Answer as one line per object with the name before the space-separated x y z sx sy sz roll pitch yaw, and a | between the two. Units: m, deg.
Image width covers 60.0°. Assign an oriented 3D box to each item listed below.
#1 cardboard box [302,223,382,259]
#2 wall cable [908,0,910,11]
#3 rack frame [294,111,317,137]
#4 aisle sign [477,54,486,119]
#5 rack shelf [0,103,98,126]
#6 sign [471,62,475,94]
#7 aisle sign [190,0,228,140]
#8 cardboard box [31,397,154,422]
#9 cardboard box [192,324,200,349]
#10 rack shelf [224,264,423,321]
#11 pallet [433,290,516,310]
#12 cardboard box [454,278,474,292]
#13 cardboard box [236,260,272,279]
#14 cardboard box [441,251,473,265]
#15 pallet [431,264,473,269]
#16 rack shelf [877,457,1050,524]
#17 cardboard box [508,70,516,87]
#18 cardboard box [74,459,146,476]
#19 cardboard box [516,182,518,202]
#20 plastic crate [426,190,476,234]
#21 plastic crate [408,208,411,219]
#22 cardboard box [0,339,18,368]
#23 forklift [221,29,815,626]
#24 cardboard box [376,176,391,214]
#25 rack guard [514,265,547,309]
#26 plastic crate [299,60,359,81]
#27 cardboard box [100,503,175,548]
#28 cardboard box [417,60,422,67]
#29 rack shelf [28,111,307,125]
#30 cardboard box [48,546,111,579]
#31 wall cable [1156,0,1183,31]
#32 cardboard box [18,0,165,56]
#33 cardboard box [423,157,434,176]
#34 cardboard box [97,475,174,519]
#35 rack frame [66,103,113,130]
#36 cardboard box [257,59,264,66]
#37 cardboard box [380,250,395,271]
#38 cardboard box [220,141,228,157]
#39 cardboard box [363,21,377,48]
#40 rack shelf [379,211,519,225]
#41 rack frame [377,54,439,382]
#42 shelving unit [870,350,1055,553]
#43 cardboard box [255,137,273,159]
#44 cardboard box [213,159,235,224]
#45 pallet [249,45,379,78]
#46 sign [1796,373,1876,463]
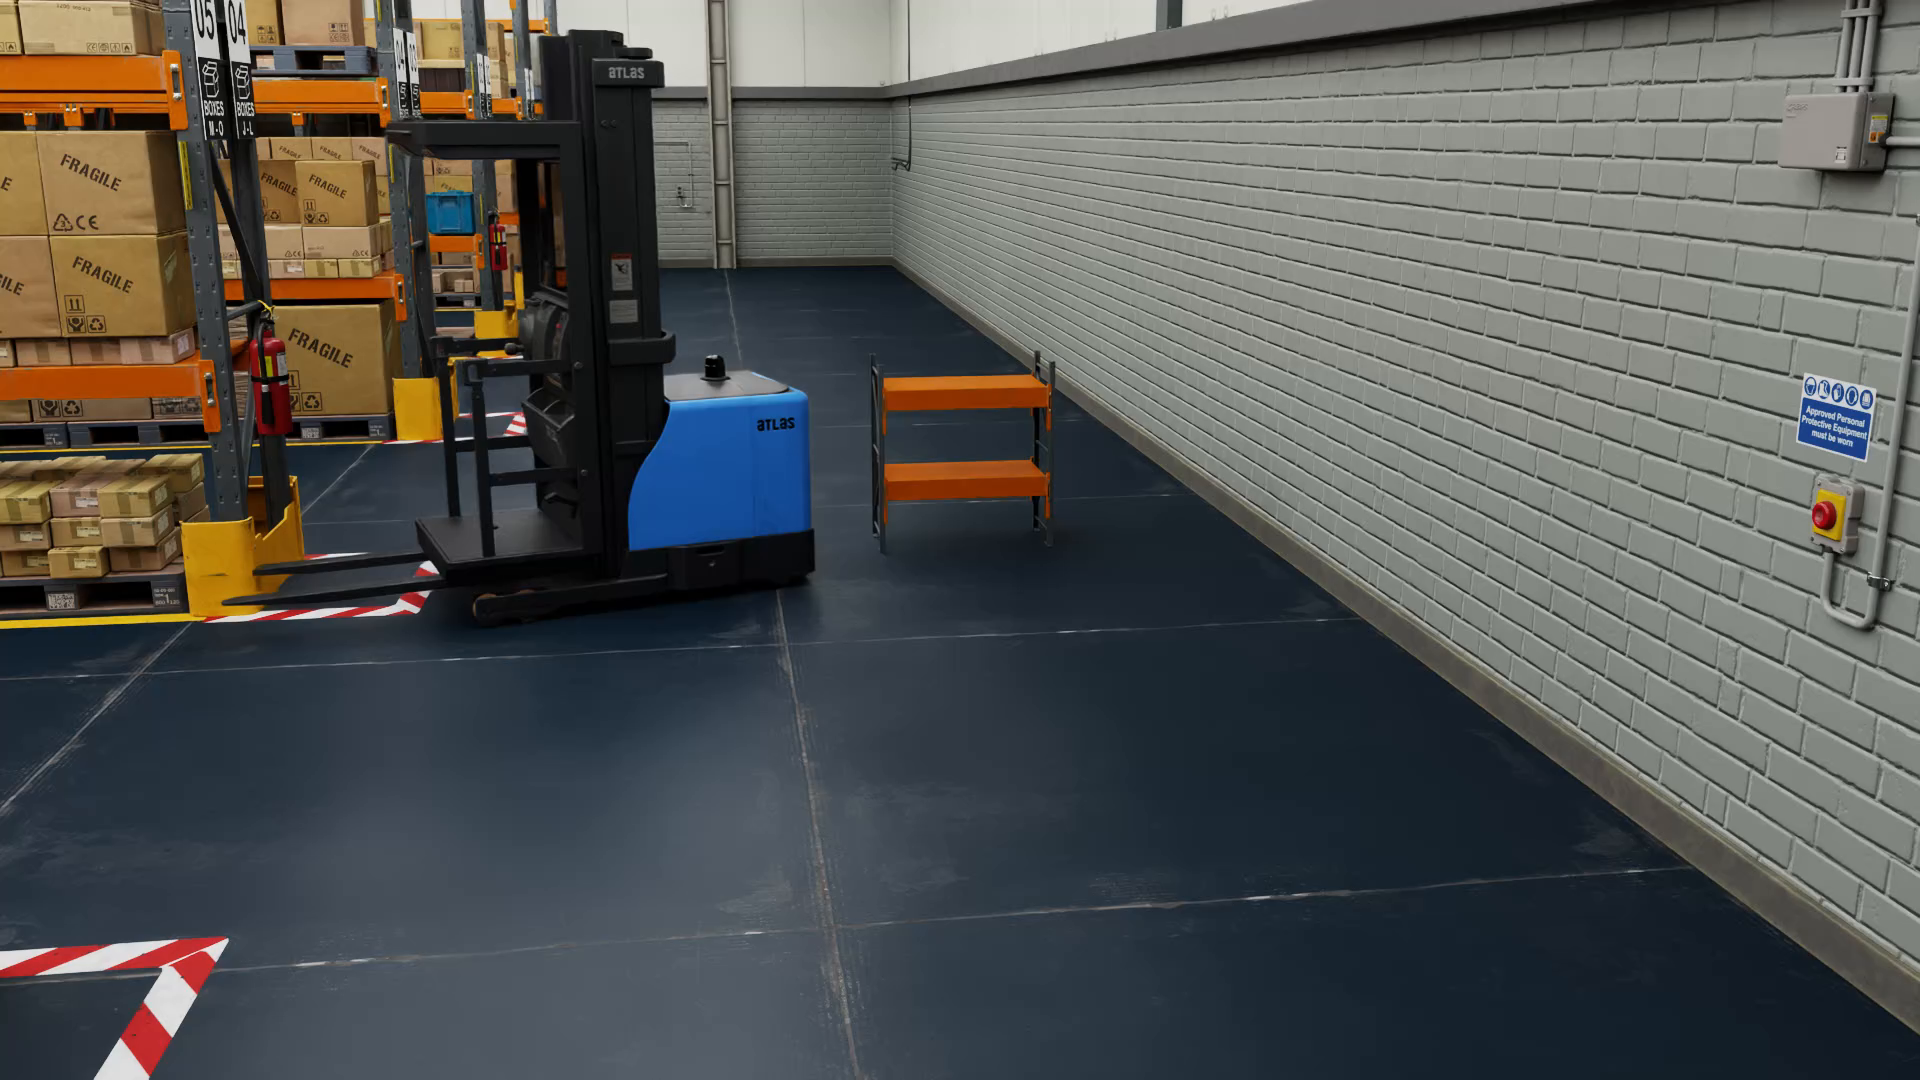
cardboard box | -4.926 -2.388 13.276 0.500 0.250 0.500 -2 14 -9
wall cable | -0.651 -9.294 24.784 0.112 2.526 3.097 -2 14 -8
rack frame | -10.655 -5.828 27.293 0.127 3.000 1.000 -2 14 -8
aisle sign | -5.109 -4.783 17.782 0.004 0.787 0.394 -2 14 -8
rack shelf | -11.157 -4.478 17.224 4.000 0.370 1.077 -2 14 -8
sign | -5.126 -4.862 17.491 0.005 0.325 0.100 -2 14 -8
aisle sign | -3.730 -2.393 8.253 0.004 0.787 0.394 -2 14 -8
cardboard box | -6.887 -1.464 13.396 0.875 0.875 0.875 -2 14 -8
cardboard box | -4.216 -1.147 9.144 0.250 0.149 0.380 -2 14 -9
rack shelf | -6.464 -1.977 13.417 4.000 0.370 1.077 -2 14 -8
pallet | -6.822 -3.397 23.332 1.213 0.211 1.003 -2 14 -8
cardboard box | -6.873 -3.548 23.124 0.250 0.166 0.380 -2 14 -8
cardboard box | -5.542 -2.157 13.172 0.250 0.149 0.380 -2 14 -7
cardboard box | -8.369 -4.878 27.781 0.500 0.500 0.700 -3 14 -10
pallet | -8.683 -4.529 27.847 1.213 0.211 1.003 -2 14 -8
rack shelf | 0.007 -0.309 10.145 1.000 0.278 0.538 -2 14 -8
cardboard box | -7.384 -7.517 27.101 0.500 0.250 0.500 -2 14 -7
cardboard box | -4.671 -0.335 9.165 0.250 0.149 0.380 -2 14 -7
cardboard box | -6.436 -4.877 23.297 0.500 0.500 0.500 -2 14 -7
plastic crate | -5.527 -3.579 18.130 0.499 0.435 0.616 -2 14 -8
plastic crate | -6.168 -3.584 18.567 0.300 0.233 0.416 -2 14 -8
cardboard box | -4.873 -0.972 8.449 0.250 0.149 0.380 -2 14 -7
forklift | -2.364 -1.128 8.693 3.031 2.935 1.130 -7 16 -25
cardboard box | -7.865 -4.693 22.564 0.500 0.500 0.500 -2 14 -9
rack guard | -6.033 -3.566 23.413 0.348 0.500 1.175 -2 14 -8
plastic crate | -6.776 -5.025 18.054 0.767 0.338 0.504 -2 14 -8
cardboard box | -4.326 -0.079 8.756 0.250 0.149 0.380 -2 14 -10
cardboard box | -7.418 -6.291 22.253 0.500 0.250 0.500 -2 14 -8
rack shelf | -12.633 -6.861 26.727 4.000 0.370 1.077 -2 14 -8
cardboard box | -4.576 0.081 8.732 0.250 0.149 0.380 -2 14 -7
wall cable | 1.619 -6.244 10.008 0.120 5.999 2.277 -2 14 -8
cardboard box | -4.257 -2.504 8.180 0.500 0.250 0.500 -2 14 -10
cardboard box | -7.369 -5.194 22.505 0.500 0.500 0.500 -2 14 -7
cardboard box | -4.333 -0.231 8.750 0.250 0.149 0.380 -2 14 -8
rack frame | -9.179 -3.445 17.791 0.127 3.000 1.000 -2 14 -8
cardboard box | -9.396 -6.219 21.967 0.500 0.250 0.500 -2 14 -8
cardboard box | -4.886 -2.343 13.914 0.250 0.149 0.380 -2 14 -8
cardboard box | -11.586 -6.299 26.773 0.500 0.250 0.500 -2 14 -7
cardboard box | -7.958 -6.710 22.383 0.500 0.500 0.700 -2 14 -8
rack shelf | -7.936 -4.360 22.919 4.000 0.370 1.077 -2 14 -8
rack frame | -4.486 -2.398 13.618 0.127 3.000 1.000 -2 14 -8
shelving unit | 0.007 -0.546 10.086 1.048 1.125 0.538 -2 14 -8
cardboard box | -9.406 -5.119 22.207 0.500 0.500 0.500 -2 14 -7
cardboard box | -6.007 -2.843 13.546 0.500 0.500 0.500 -2 14 -10
pallet | -5.218 -3.781 13.147 1.213 0.211 1.003 -2 14 -8
sign | 2.616 -0.369 4.973 0.001 0.218 0.327 -2 14 -8
